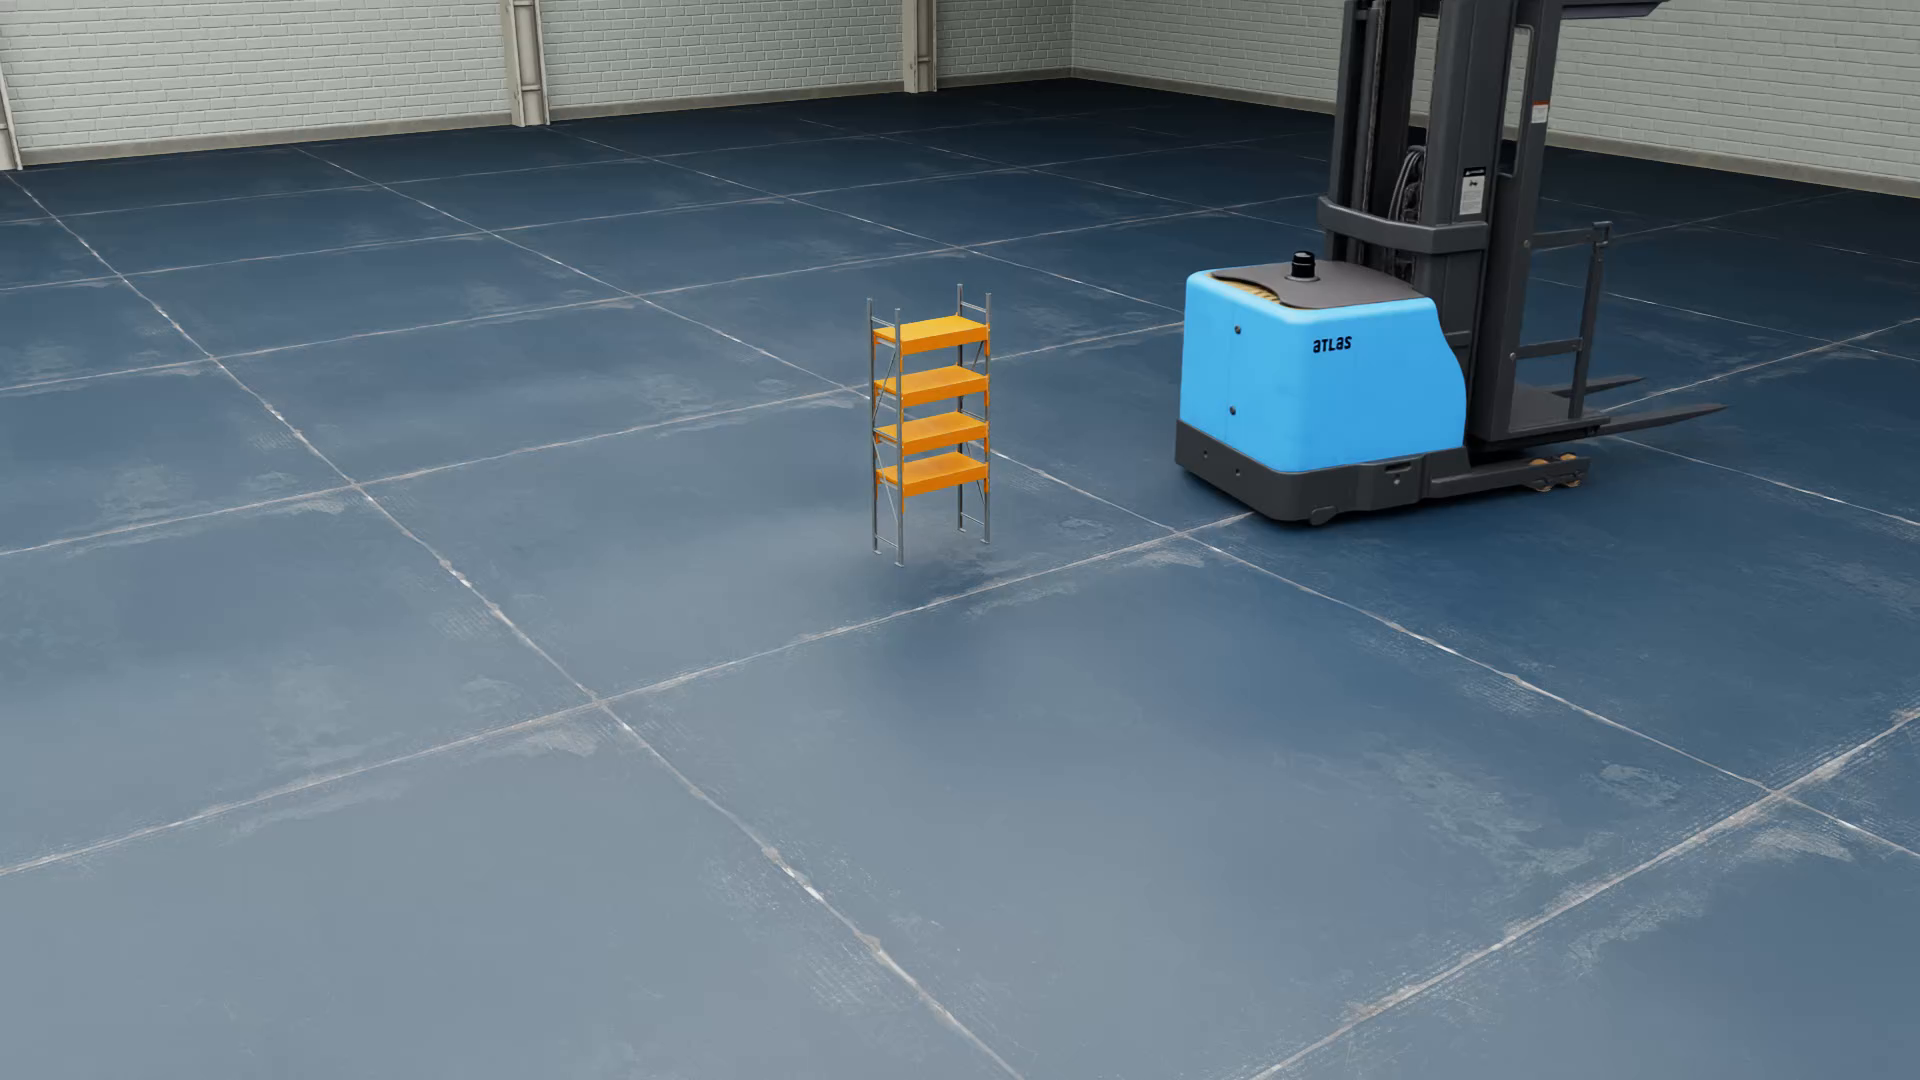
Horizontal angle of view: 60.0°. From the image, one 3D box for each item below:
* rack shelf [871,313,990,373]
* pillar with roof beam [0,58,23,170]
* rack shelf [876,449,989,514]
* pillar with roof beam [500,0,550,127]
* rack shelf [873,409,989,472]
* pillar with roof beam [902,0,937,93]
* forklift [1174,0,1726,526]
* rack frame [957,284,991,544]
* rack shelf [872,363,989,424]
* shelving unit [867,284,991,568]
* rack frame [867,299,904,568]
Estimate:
[{"bbox_3d":[-0.134,-0.886,7.439,0.480,0.148,0.258,-15,26,-33],"label":"rack shelf"},{"bbox_3d":[-7.812,-6.875,12.983,0.400,9.000,9.100,-15,26,-33],"label":"pillar with roof beam"},{"bbox_3d":[-0.134,-0.275,7.683,0.480,0.148,0.258,-15,26,-33],"label":"rack shelf"},{"bbox_3d":[-2.942,-8.173,16.237,0.400,9.000,9.100,-15,26,-33],"label":"pillar with roof beam"},{"bbox_3d":[-0.134,-0.459,7.609,0.480,0.148,0.258,-15,26,-33],"label":"rack shelf"},{"bbox_3d":[1.929,-9.472,19.492,0.400,9.000,9.100,-15,26,-33],"label":"pillar with roof beam"},{"bbox_3d":[2.691,-1.775,8.390,3.031,2.935,1.130,-9,24,-22],"label":"forklift"},{"bbox_3d":[0.064,-0.574,7.717,0.015,1.200,0.240,-15,26,-33],"label":"rack frame"},{"bbox_3d":[-0.134,-0.667,7.526,0.480,0.148,0.258,-15,26,-33],"label":"rack shelf"},{"bbox_3d":[-0.134,-0.521,7.584,0.503,1.200,0.258,-15,26,-33],"label":"shelving unit"},{"bbox_3d":[-0.332,-0.469,7.452,0.015,1.200,0.240,-15,26,-33],"label":"rack frame"}]
